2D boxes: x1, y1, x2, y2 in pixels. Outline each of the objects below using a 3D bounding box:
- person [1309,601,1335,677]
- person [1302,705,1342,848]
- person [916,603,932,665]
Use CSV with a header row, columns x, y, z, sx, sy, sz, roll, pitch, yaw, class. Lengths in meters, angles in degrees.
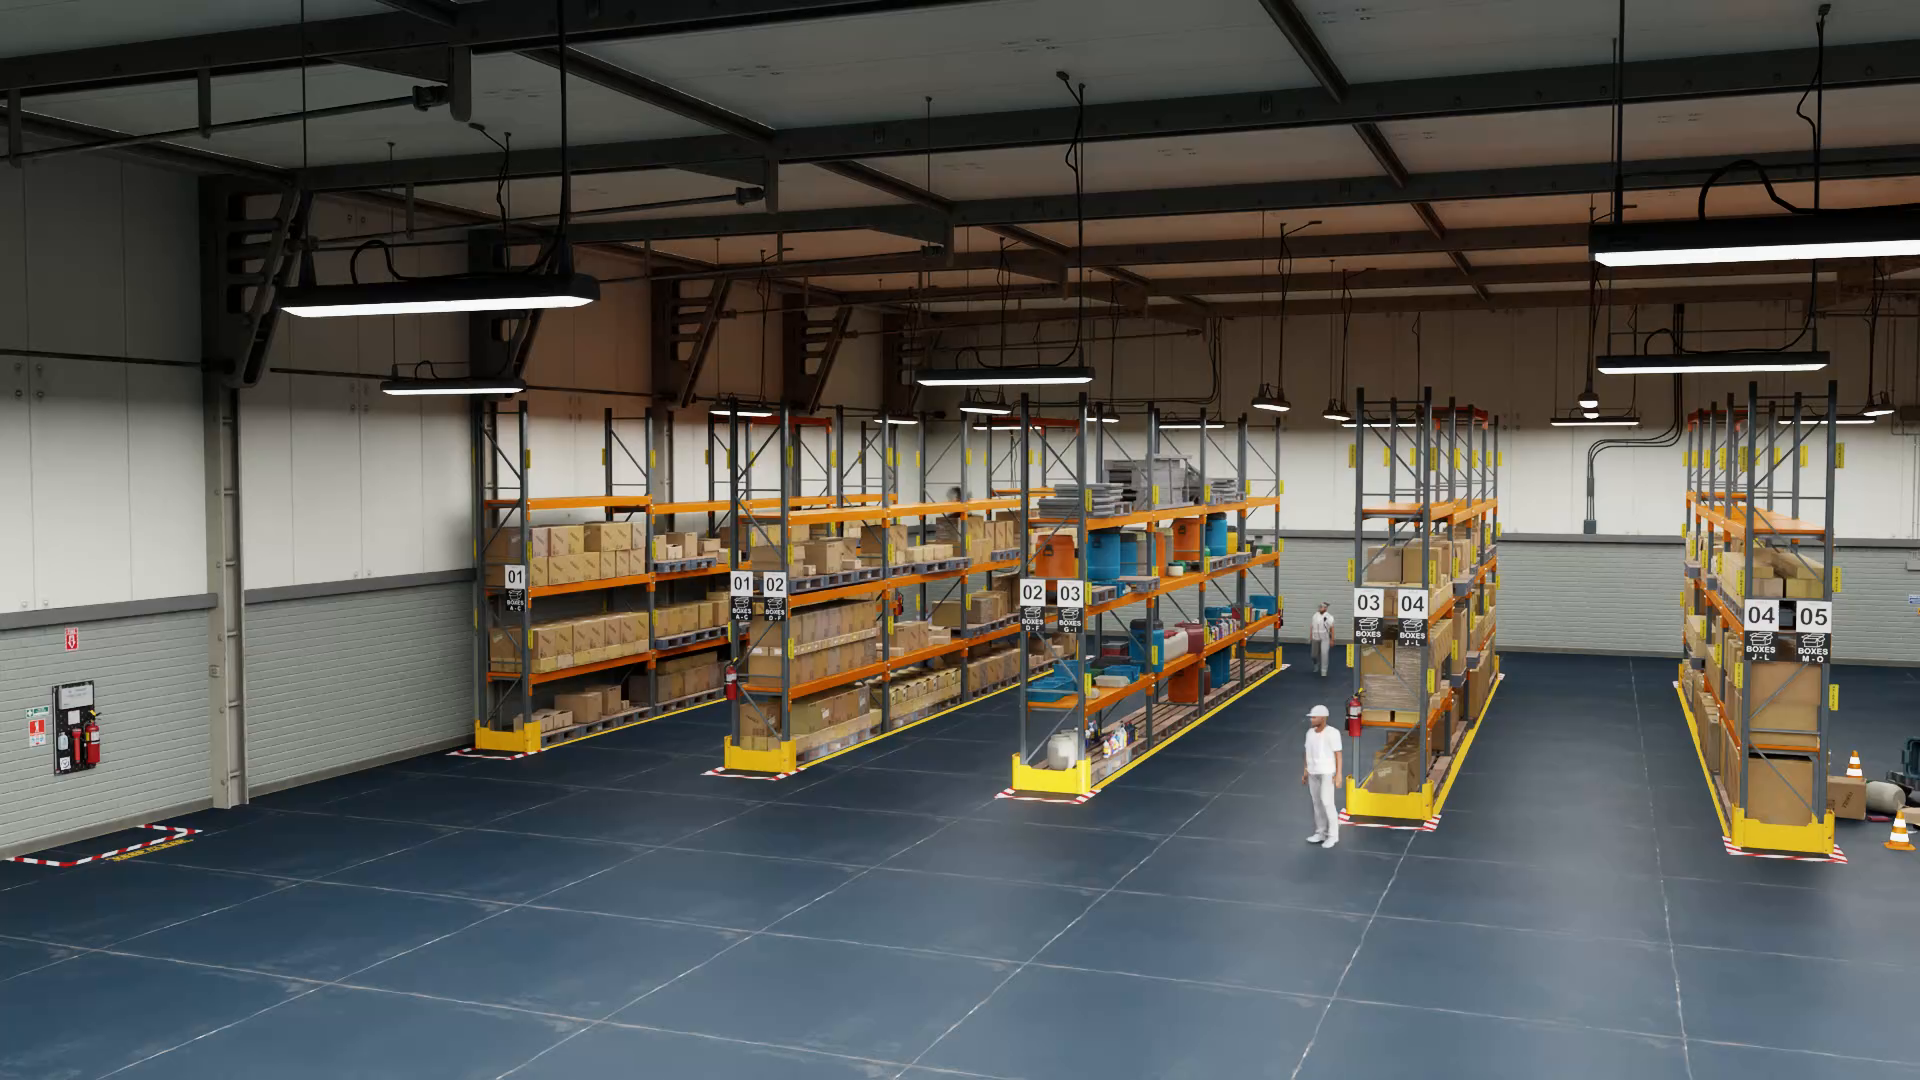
x,y,z,sx,sy,sz,roll,pitch,yaw,class
8.364,2.255,38.428,0.585,1.729,0.857,1,3,18,person
4.702,3.067,21.728,0.395,1.801,0.620,-2,3,-31,person
-0.776,2.297,38.852,0.498,1.668,0.509,2,3,35,person
